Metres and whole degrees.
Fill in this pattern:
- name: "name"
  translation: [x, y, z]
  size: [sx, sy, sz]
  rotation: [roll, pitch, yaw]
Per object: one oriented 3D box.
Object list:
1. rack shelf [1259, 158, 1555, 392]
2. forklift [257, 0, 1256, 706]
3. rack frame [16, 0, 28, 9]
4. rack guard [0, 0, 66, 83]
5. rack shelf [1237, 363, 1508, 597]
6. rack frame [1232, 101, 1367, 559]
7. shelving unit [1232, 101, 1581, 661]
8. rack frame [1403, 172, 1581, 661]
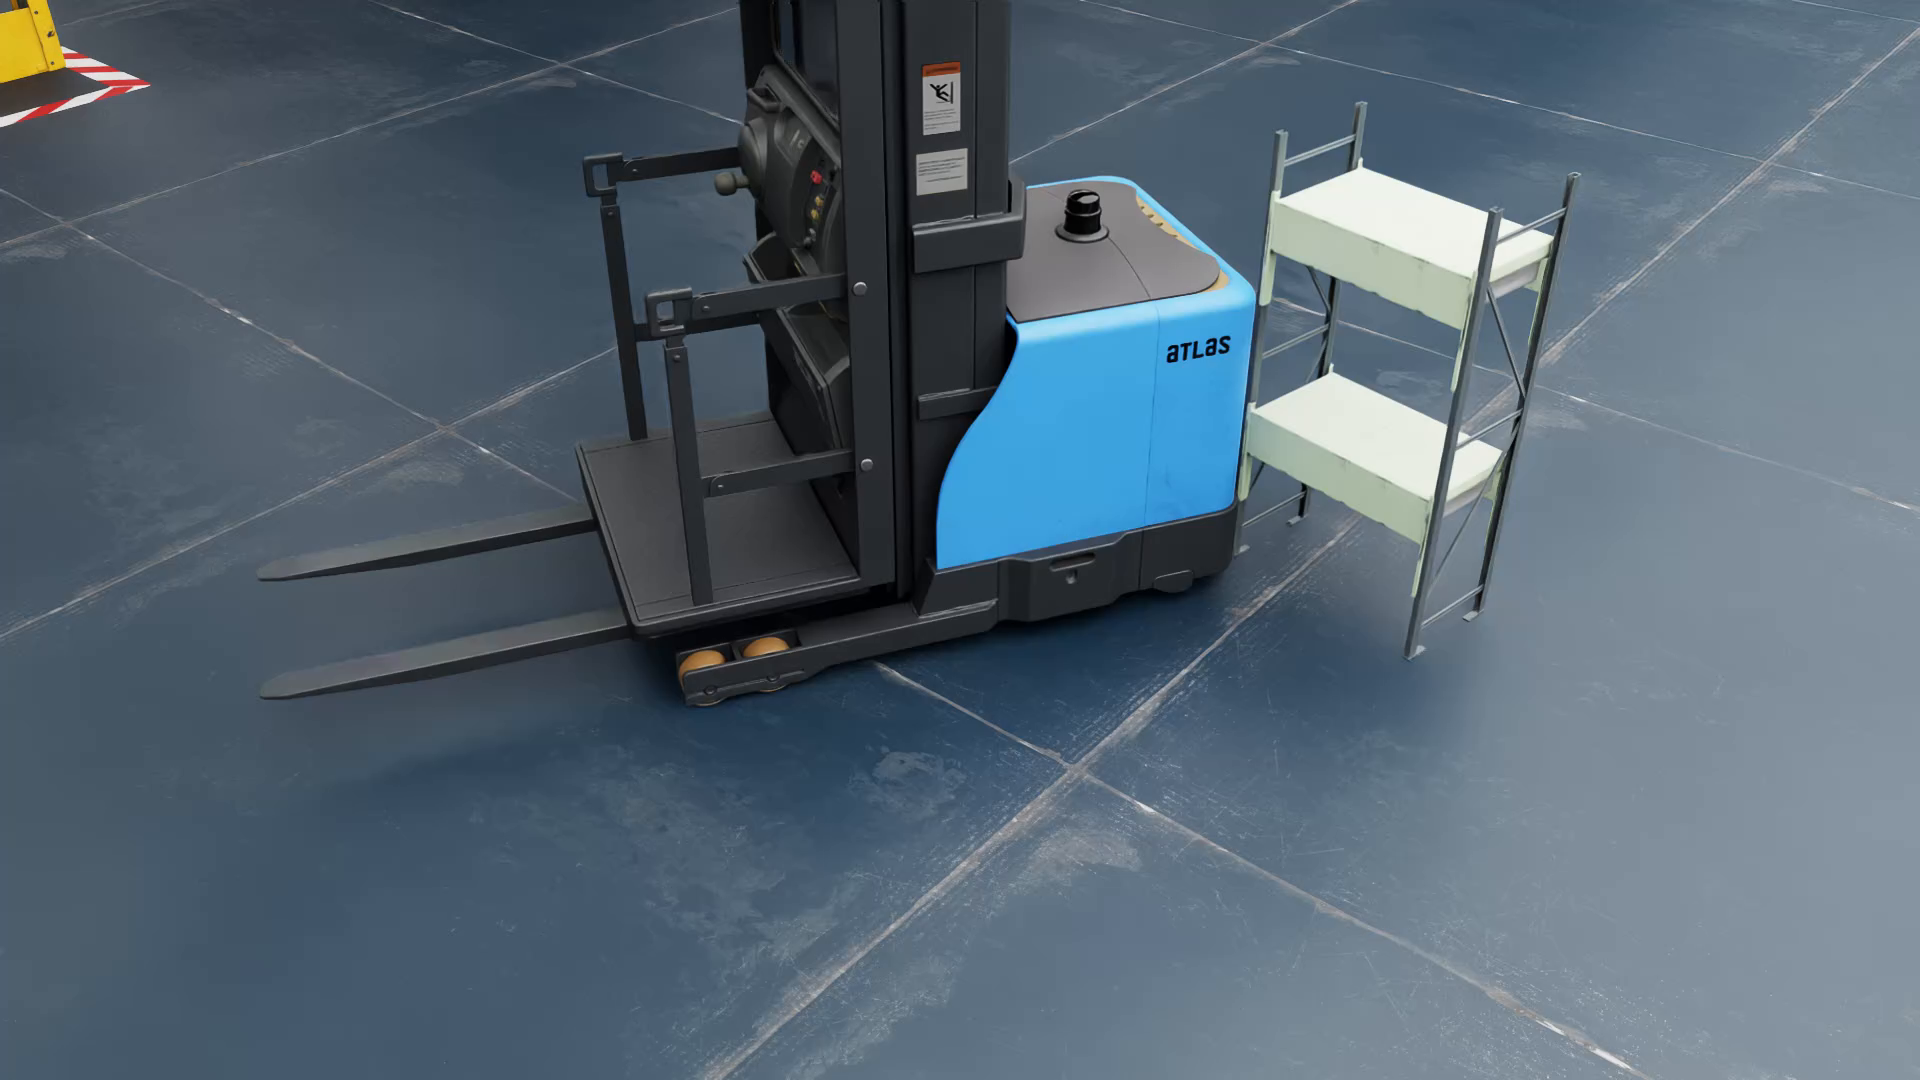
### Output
- name: "rack shelf"
  translation: [1.309, -0.797, 4.896]
  size: [0.431, 0.370, 0.720]
  rotation: [-26, 42, -32]
- name: "forklift"
  translation: [-0.669, -1.045, 4.683]
  size: [3.031, 2.935, 1.130]
  rotation: [-12, 36, -16]
- name: "rack frame"
  translation: [-5.676, -3.840, 8.691]
  size: [0.127, 3.000, 1.000]
  rotation: [25, 42, 32]
- name: "rack guard"
  translation: [-5.765, -2.816, 9.409]
  size: [0.348, 0.500, 1.175]
  rotation: [25, 42, 32]
- name: "rack shelf"
  translation: [1.309, -0.206, 5.301]
  size: [0.431, 0.370, 0.720]
  rotation: [-26, 42, -32]
- name: "rack frame"
  translation: [1.072, -0.633, 5.347]
  size: [0.400, 1.500, 0.023]
  rotation: [-26, 42, -32]
- name: "shelving unit"
  translation: [1.309, -0.475, 5.117]
  size: [0.431, 1.500, 0.755]
  rotation: [-26, 42, -32]
- name: "rack frame"
  translation: [1.547, -0.317, 4.887]
  size: [0.400, 1.500, 0.023]
  rotation: [-26, 42, -32]
